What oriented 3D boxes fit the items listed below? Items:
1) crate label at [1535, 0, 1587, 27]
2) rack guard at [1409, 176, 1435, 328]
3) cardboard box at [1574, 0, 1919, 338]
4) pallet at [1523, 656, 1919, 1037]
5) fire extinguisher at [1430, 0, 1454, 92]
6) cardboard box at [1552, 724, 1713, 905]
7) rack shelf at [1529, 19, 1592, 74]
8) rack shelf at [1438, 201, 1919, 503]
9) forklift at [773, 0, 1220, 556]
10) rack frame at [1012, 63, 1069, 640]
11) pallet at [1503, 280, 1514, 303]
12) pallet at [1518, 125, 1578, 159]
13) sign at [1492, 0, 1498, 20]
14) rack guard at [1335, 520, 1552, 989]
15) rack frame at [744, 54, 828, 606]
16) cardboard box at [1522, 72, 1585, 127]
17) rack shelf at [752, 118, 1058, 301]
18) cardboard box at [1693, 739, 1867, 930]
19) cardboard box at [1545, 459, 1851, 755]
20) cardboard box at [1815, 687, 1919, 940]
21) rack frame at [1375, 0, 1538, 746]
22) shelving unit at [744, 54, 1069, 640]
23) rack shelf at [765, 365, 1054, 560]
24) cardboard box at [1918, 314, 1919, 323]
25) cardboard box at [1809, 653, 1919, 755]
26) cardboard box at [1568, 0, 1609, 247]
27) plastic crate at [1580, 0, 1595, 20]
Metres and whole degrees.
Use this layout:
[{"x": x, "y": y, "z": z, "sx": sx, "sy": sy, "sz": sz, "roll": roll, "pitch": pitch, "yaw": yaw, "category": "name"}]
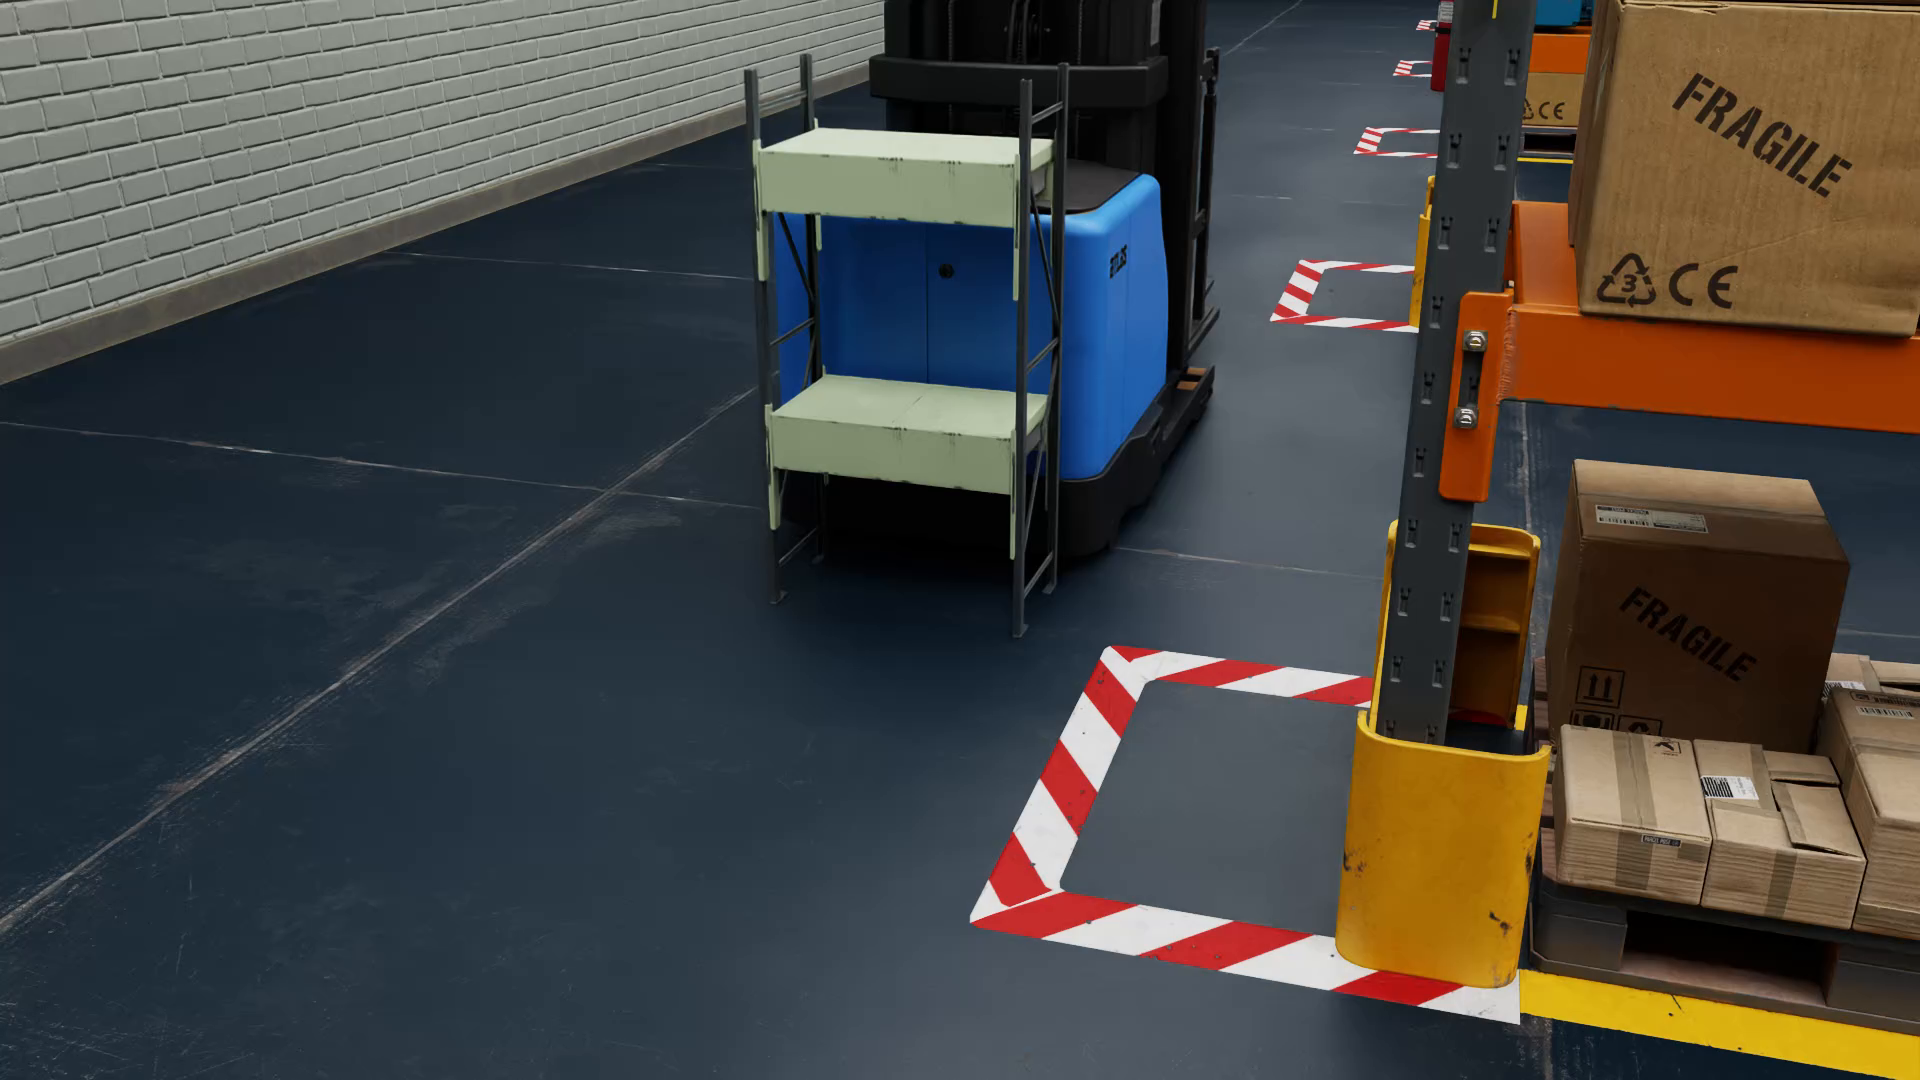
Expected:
[{"x": 2.565, "y": -2.366, "z": 7.227, "sx": 0.303, "sy": 0.233, "sz": 0.416, "roll": 7, "pitch": 23, "yaw": 16, "category": "crate label"}, {"x": 2.397, "y": -1.404, "z": 8.034, "sx": 0.348, "sy": 0.500, "sz": 1.175, "roll": 7, "pitch": 23, "yaw": 16, "category": "rack guard"}, {"x": 1.338, "y": -0.665, "z": 2.807, "sx": 0.500, "sy": 0.500, "sz": 0.500, "roll": 7, "pitch": 23, "yaw": 17, "category": "cardboard box"}, {"x": 1.826, "y": 0.622, "z": 3.475, "sx": 1.213, "sy": 0.211, "sz": 1.003, "roll": 7, "pitch": 23, "yaw": 16, "category": "pallet"}, {"x": 2.411, "y": -2.536, "z": 8.093, "sx": 0.183, "sy": 0.674, "sz": 0.296, "roll": 7, "pitch": 23, "yaw": 16, "category": "fire extinguisher"}, {"x": 1.291, "y": 0.523, "z": 3.219, "sx": 0.250, "sy": 0.149, "sz": 0.380, "roll": 7, "pitch": 23, "yaw": 16, "category": "cardboard box"}, {"x": 4.339, "y": -2.010, "z": 7.167, "sx": 4.000, "sy": 0.370, "sz": 1.077, "roll": 7, "pitch": 23, "yaw": 16, "category": "rack shelf"}, {"x": 2.904, "y": -0.211, "z": 2.780, "sx": 4.000, "sy": 0.370, "sz": 1.077, "roll": 7, "pitch": 23, "yaw": 16, "category": "rack shelf"}, {"x": 0.366, "y": -1.837, "z": 5.887, "sx": 1.130, "sy": 2.935, "sz": 3.031, "roll": 7, "pitch": 23, "yaw": 16, "category": "forklift"}, {"x": 0.217, "y": -0.492, "z": 4.492, "sx": 0.023, "sy": 1.500, "sz": 0.400, "roll": 7, "pitch": 23, "yaw": 16, "category": "rack frame"}, {"x": 3.202, "y": -1.168, "z": 7.839, "sx": 1.213, "sy": 0.211, "sz": 1.003, "roll": 7, "pitch": 23, "yaw": 16, "category": "pallet"}, {"x": 4.643, "y": -3.013, "z": 12.336, "sx": 1.213, "sy": 0.211, "sz": 1.003, "roll": 7, "pitch": 23, "yaw": 16, "category": "pallet"}, {"x": 0.833, "y": -0.967, "z": 2.533, "sx": 0.005, "sy": 0.325, "sz": 0.100, "roll": 7, "pitch": 23, "yaw": 16, "category": "sign"}, {"x": 1.062, "y": 0.402, "z": 3.632, "sx": 0.348, "sy": 0.500, "sz": 1.175, "roll": 7, "pitch": 23, "yaw": 16, "category": "rack guard"}, {"x": -0.480, "y": -0.576, "z": 4.699, "sx": 0.023, "sy": 1.500, "sz": 0.400, "roll": 7, "pitch": 23, "yaw": 16, "category": "rack frame"}, {"x": 4.491, "y": -3.532, "z": 12.175, "sx": 0.875, "sy": 0.875, "sz": 0.875, "roll": 7, "pitch": 23, "yaw": 16, "category": "cardboard box"}, {"x": -0.132, "y": -0.895, "z": 4.447, "sx": 0.720, "sy": 0.370, "sz": 0.431, "roll": 7, "pitch": 23, "yaw": 16, "category": "rack shelf"}, {"x": 1.531, "y": 0.542, "z": 3.149, "sx": 0.250, "sy": 0.166, "sz": 0.380, "roll": 7, "pitch": 23, "yaw": 16, "category": "cardboard box"}, {"x": 1.581, "y": 0.160, "z": 3.642, "sx": 0.500, "sy": 0.500, "sz": 0.500, "roll": 7, "pitch": 23, "yaw": 16, "category": "cardboard box"}, {"x": 1.907, "y": 0.523, "z": 3.086, "sx": 0.500, "sy": 0.250, "sz": 0.500, "roll": 7, "pitch": 23, "yaw": 16, "category": "cardboard box"}, {"x": 0.990, "y": -0.763, "z": 3.178, "sx": 0.127, "sy": 3.000, "sz": 1.000, "roll": 7, "pitch": 23, "yaw": 16, "category": "rack frame"}, {"x": -0.132, "y": -0.534, "z": 4.595, "sx": 0.755, "sy": 1.500, "sz": 0.431, "roll": 7, "pitch": 23, "yaw": 16, "category": "shelving unit"}, {"x": -0.132, "y": -0.232, "z": 4.719, "sx": 0.720, "sy": 0.370, "sz": 0.431, "roll": 7, "pitch": 23, "yaw": 16, "category": "rack shelf"}, {"x": 1.834, "y": -0.610, "z": 2.674, "sx": 0.500, "sy": 0.500, "sz": 0.500, "roll": 6, "pitch": 23, "yaw": 15, "category": "cardboard box"}, {"x": 1.943, "y": 0.391, "z": 3.517, "sx": 0.250, "sy": 0.166, "sz": 0.380, "roll": 7, "pitch": 23, "yaw": 16, "category": "cardboard box"}, {"x": 1.497, "y": -0.859, "z": 3.280, "sx": 0.500, "sy": 0.500, "sz": 0.500, "roll": 7, "pitch": 23, "yaw": 17, "category": "cardboard box"}, {"x": 2.799, "y": -2.638, "z": 7.622, "sx": 0.499, "sy": 0.435, "sz": 0.616, "roll": 7, "pitch": 23, "yaw": 16, "category": "plastic crate"}]
